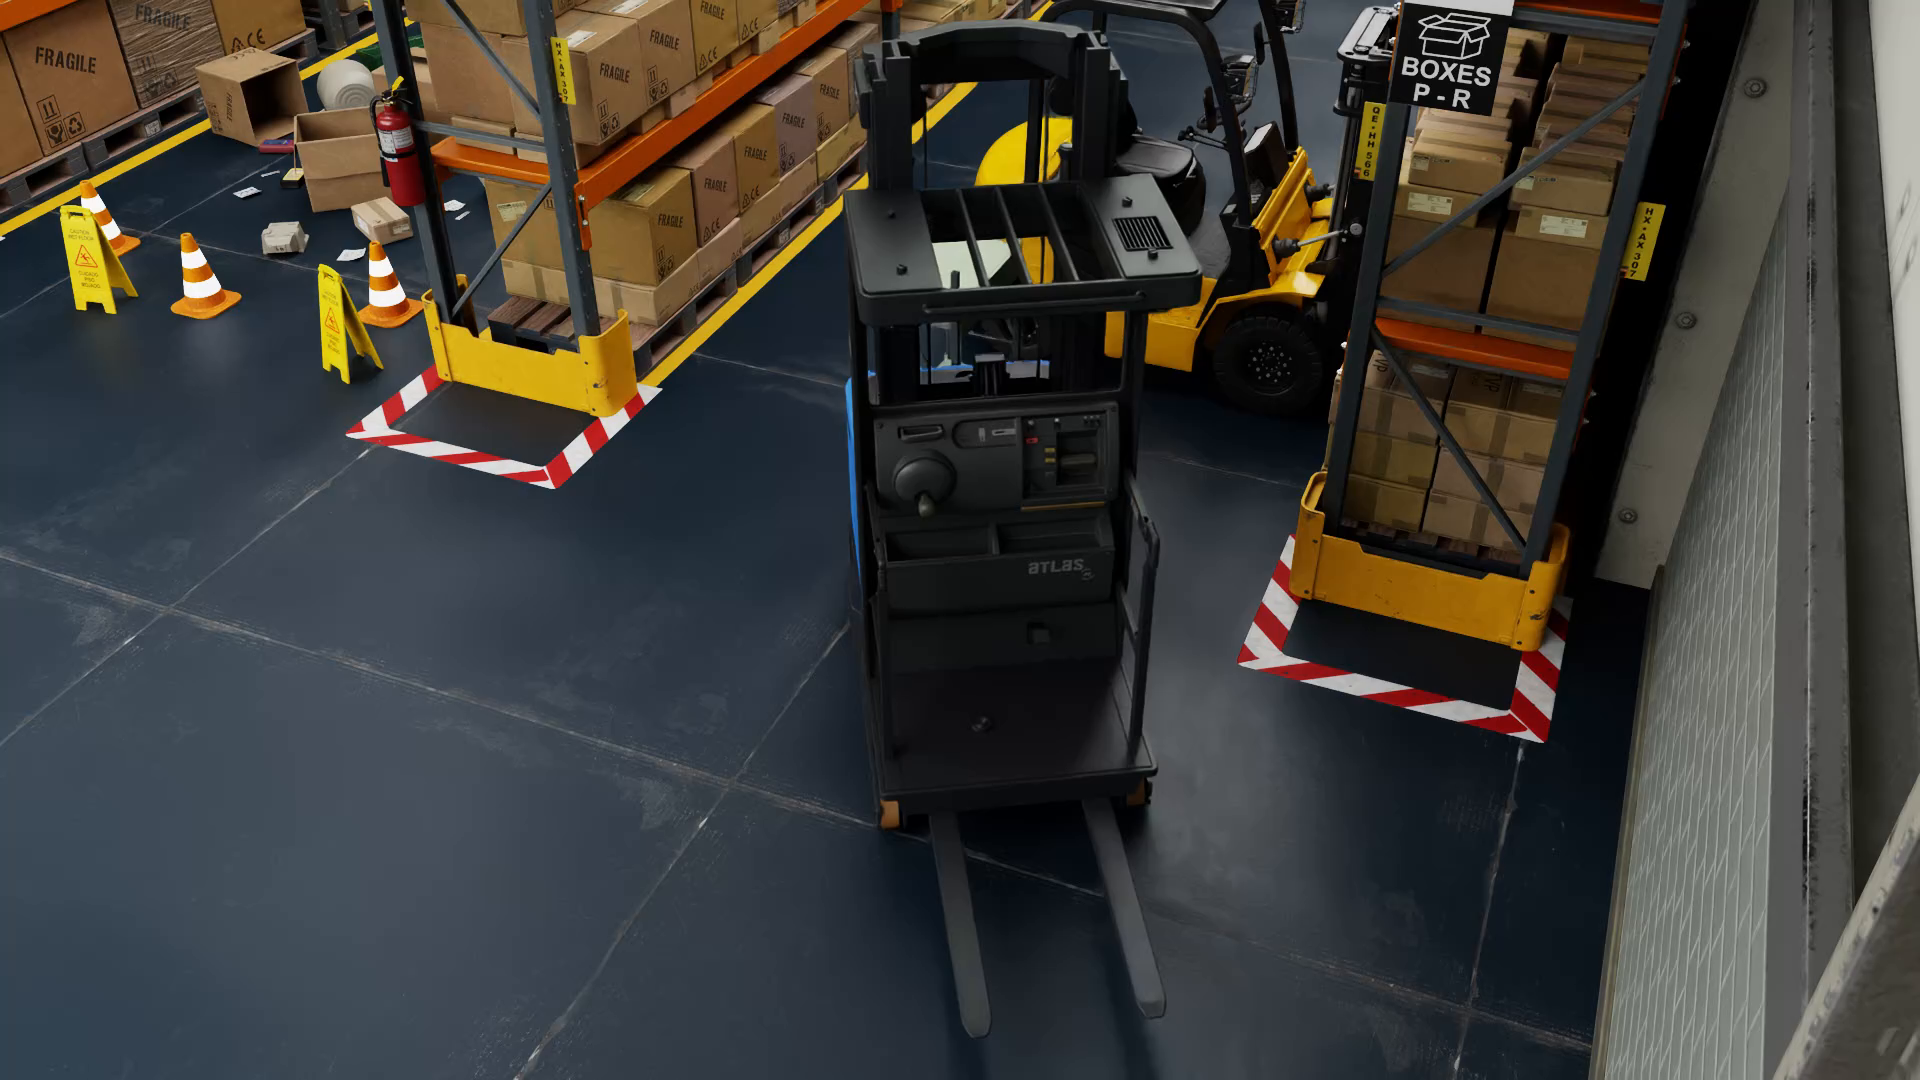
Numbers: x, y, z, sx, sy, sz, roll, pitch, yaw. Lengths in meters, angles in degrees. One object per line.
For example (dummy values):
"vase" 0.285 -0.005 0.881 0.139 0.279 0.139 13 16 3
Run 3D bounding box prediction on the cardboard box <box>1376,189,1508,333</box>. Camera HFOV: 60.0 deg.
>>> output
"cardboard box" 2.108 -1.294 7.393 0.500 0.500 0.500 13 39 17

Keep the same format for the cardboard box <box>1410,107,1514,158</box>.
"cardboard box" 2.170 -1.731 7.187 0.380 0.149 0.250 14 39 18

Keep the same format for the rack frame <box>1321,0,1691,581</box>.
"rack frame" 2.164 -0.922 6.978 1.000 3.000 0.127 14 39 18

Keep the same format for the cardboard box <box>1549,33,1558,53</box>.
"cardboard box" 2.795 -2.573 8.314 0.380 0.149 0.250 14 39 18

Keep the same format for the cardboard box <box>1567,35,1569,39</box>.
"cardboard box" 3.201 -2.475 8.183 0.380 0.149 0.250 15 39 19

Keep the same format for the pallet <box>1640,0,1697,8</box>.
"pallet" 2.457 -2.474 6.622 1.003 0.211 1.213 14 39 18

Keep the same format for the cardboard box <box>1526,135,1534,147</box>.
"cardboard box" 2.670 -1.641 7.314 0.380 0.149 0.250 13 39 17

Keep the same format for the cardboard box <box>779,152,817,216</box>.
"cardboard box" -1.274 -2.366 10.856 0.500 0.250 0.500 14 39 18

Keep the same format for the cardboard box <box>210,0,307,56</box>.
"cardboard box" -5.826 -4.322 12.951 0.875 0.875 0.875 14 39 18

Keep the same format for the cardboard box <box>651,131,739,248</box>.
"cardboard box" -1.662 -2.105 9.881 0.500 0.500 0.500 12 39 16

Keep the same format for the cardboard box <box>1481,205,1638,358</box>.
"cardboard box" 2.609 -1.173 7.231 0.500 0.500 0.500 15 39 19

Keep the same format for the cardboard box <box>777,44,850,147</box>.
"cardboard box" -1.075 -2.962 11.027 0.500 0.500 0.500 15 39 19

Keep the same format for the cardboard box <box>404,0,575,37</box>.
"cardboard box" -2.436 -2.943 8.515 0.700 0.500 0.500 13 39 17

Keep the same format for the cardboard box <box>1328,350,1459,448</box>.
"cardboard box" 2.051 -0.715 7.812 0.500 0.250 0.500 15 39 19

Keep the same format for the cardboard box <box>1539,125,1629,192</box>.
"cardboard box" 2.648 -1.611 7.027 0.380 0.149 0.250 15 39 19

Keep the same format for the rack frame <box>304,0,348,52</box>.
"rack frame" -5.522 -5.337 12.885 1.000 3.000 0.127 14 39 18

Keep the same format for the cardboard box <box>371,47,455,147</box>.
"cardboard box" -3.753 -3.174 11.963 0.797 0.637 0.503 14 39 18

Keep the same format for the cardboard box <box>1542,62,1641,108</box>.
"cardboard box" 2.892 -2.050 7.614 0.380 0.149 0.250 15 39 19

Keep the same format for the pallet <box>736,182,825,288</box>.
"pallet" -1.592 -2.091 10.871 1.003 0.211 1.213 14 39 18

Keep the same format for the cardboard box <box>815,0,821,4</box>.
"cardboard box" -1.114 -3.516 10.659 0.380 0.149 0.250 13 39 17

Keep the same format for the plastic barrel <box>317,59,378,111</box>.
"plastic barrel" -4.535 -3.328 12.348 0.421 0.421 0.512 -17 40 -22

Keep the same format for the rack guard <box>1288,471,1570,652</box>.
"rack guard" 2.155 0.092 7.709 1.175 0.500 0.348 14 39 18

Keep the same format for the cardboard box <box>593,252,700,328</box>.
"cardboard box" -1.865 -1.501 9.699 0.500 0.250 0.500 14 39 17

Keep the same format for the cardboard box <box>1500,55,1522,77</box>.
"cardboard box" 2.405 -2.172 7.777 0.380 0.149 0.250 15 39 19

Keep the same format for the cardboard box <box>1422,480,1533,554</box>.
"cardboard box" 2.531 -0.216 7.980 0.500 0.250 0.500 14 39 18

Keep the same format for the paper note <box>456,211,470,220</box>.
"paper note" -3.335 -2.177 11.154 0.032 0.001 0.123 14 39 18

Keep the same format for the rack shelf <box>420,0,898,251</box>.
"rack shelf" -1.667 -2.870 10.185 1.077 0.370 4.000 14 39 18

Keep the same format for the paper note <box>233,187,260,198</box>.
"paper note" -4.893 -2.391 11.425 0.144 0.017 0.142 29 45 33

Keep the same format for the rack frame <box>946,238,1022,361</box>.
"rack frame" 0.113 -1.030 8.375 0.400 1.500 0.023 15 39 19

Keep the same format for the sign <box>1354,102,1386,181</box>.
"sign" 1.667 -1.612 6.736 0.100 0.325 0.005 14 39 18

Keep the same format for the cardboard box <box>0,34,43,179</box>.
"cardboard box" -6.847 -2.830 10.955 0.875 0.875 0.875 14 39 18

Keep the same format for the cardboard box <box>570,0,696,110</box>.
"cardboard box" -1.797 -2.697 9.020 0.500 0.500 0.500 15 39 19

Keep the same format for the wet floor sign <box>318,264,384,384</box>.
"wet floor sign" -3.490 -1.246 9.378 0.267 0.644 0.232 29 45 33

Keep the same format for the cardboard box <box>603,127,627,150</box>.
"cardboard box" -2.025 -2.234 8.943 0.380 0.149 0.250 14 39 18

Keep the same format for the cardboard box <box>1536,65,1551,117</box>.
"cardboard box" 2.690 -2.144 8.530 0.500 0.500 0.500 14 39 18

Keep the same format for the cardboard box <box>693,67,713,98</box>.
"cardboard box" -1.642 -2.643 9.491 0.380 0.149 0.250 15 39 19

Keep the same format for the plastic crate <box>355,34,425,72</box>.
"plastic crate" -4.377 -3.839 13.181 0.662 0.188 0.450 -25 33 -29

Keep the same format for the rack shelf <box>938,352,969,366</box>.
"rack shelf" -0.038 -0.569 8.303 0.431 0.370 0.720 15 39 19

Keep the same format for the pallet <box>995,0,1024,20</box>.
"pallet" -0.148 -4.258 13.770 1.003 0.211 1.213 14 39 18

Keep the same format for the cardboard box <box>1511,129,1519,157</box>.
"cardboard box" 2.366 -1.890 7.648 0.380 0.149 0.250 14 39 17

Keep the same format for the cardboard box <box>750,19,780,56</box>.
"cardboard box" -1.319 -3.069 10.060 0.380 0.149 0.250 14 39 18

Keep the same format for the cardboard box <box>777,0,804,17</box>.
"cardboard box" -1.228 -3.547 10.158 0.500 0.500 0.500 15 39 19

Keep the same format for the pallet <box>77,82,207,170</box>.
"pallet" -6.347 -3.139 12.273 1.003 0.211 1.213 14 39 18

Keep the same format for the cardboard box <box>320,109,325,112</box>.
"cardboard box" -4.473 -2.871 11.869 0.396 0.266 0.258 21 42 25

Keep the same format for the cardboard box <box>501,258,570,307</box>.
"cardboard box" -2.360 -1.640 9.884 0.500 0.250 0.500 14 39 18

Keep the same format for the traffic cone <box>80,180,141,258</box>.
"traffic cone" -5.529 -2.077 10.642 0.336 0.463 0.334 14 39 18

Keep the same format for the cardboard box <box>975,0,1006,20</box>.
"cardboard box" -0.175 -4.456 13.550 0.950 0.372 0.625 15 39 19

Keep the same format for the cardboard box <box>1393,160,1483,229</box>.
"cardboard box" 2.037 -1.478 7.096 0.380 0.149 0.250 14 39 18

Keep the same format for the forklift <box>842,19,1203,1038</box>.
"forklift" 0.173 -0.237 6.119 1.130 2.935 3.031 -4 37 -6

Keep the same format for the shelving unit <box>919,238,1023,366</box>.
"shelving unit" -0.038 -0.830 8.108 0.431 1.500 0.755 15 39 19
